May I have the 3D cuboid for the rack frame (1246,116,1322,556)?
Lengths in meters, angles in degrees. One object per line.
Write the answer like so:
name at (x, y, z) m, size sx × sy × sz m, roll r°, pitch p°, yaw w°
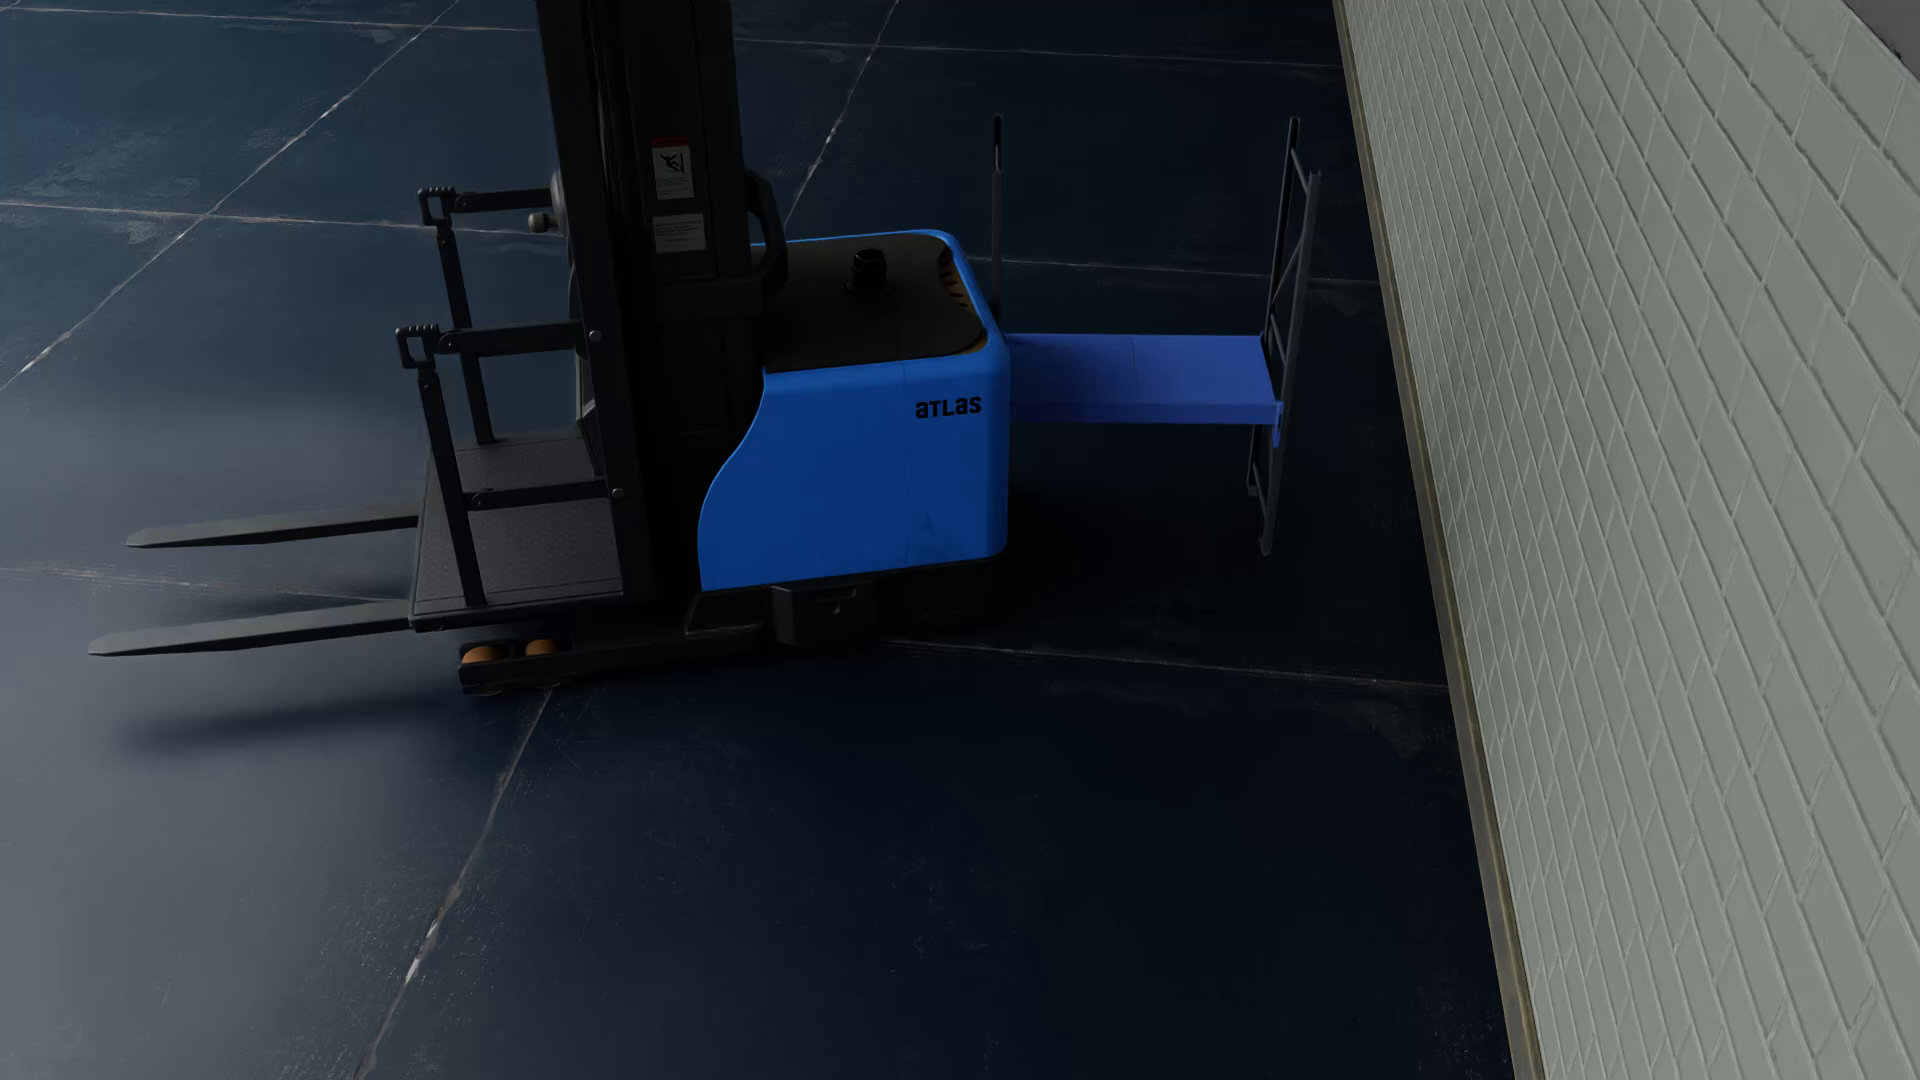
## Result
rack frame at (1.142, -0.697, 5.935) m, size 0.032 × 1.500 × 0.500 m, roll 1°, pitch 36°, yaw 1°

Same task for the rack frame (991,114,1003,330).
rack frame at (0.126, -0.709, 5.953) m, size 0.032 × 1.500 × 0.500 m, roll 1°, pitch 36°, yaw 1°

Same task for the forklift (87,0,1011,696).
forklift at (-1.394, -1.009, 5.141) m, size 3.031 × 2.935 × 1.130 m, roll -7°, pitch 36°, yaw -9°

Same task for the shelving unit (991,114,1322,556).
shelving unit at (0.634, -0.703, 5.944) m, size 1.048 × 1.500 × 0.538 m, roll 1°, pitch 36°, yaw 1°

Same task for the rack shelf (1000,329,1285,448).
rack shelf at (0.634, -0.557, 6.048) m, size 1.000 × 0.185 × 0.538 m, roll 1°, pitch 36°, yaw 1°
